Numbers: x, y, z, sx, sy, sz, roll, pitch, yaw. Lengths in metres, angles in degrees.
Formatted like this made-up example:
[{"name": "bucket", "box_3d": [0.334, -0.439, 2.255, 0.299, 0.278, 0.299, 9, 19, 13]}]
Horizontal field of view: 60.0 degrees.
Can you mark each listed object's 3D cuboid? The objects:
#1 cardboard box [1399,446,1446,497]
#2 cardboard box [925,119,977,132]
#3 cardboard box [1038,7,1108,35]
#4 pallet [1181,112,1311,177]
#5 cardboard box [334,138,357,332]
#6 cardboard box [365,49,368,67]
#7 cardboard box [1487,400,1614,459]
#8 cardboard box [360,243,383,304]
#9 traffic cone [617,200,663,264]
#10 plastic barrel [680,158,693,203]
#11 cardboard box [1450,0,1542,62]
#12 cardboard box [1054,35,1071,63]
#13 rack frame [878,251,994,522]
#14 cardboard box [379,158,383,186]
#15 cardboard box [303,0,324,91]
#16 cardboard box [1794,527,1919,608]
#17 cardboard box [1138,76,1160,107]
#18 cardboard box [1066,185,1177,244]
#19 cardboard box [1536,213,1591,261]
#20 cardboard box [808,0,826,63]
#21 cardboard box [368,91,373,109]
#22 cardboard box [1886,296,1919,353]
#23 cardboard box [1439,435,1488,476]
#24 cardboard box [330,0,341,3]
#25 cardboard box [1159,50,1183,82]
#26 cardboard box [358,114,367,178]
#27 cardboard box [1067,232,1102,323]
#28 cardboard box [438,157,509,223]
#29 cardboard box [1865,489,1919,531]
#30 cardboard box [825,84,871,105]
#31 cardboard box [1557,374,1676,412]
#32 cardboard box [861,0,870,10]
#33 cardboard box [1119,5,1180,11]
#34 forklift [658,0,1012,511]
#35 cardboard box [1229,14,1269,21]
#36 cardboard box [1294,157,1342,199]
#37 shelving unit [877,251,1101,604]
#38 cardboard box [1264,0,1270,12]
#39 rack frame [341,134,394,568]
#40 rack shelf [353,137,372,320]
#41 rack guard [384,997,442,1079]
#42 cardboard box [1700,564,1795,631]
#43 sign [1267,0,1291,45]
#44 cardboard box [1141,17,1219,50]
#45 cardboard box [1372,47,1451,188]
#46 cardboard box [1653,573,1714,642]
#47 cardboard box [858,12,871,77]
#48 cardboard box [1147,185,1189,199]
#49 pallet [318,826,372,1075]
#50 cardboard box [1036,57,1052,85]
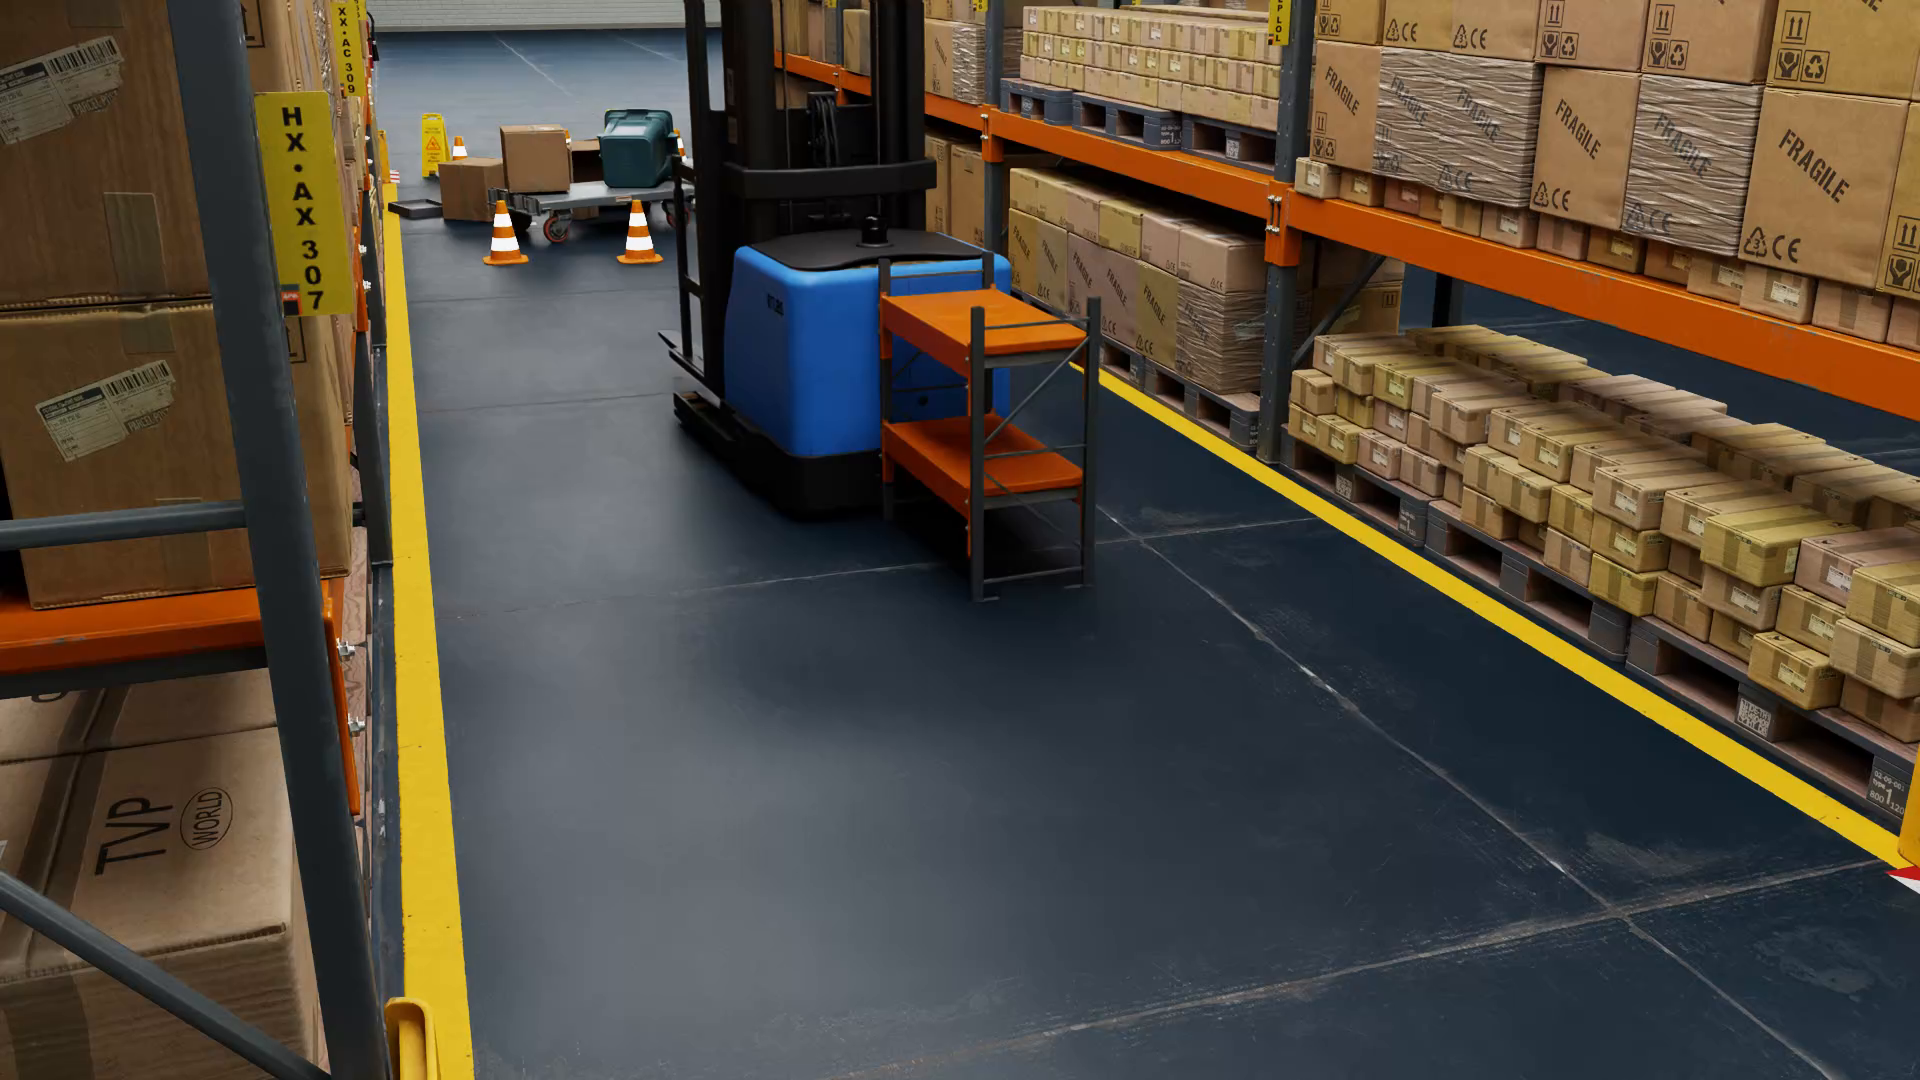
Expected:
[{"name": "cardboard box", "box_3d": [2.064, -0.302, 6.917, 0.380, 0.149, 0.250, -7, 21, -18]}, {"name": "cardboard box", "box_3d": [-0.018, -3.040, 13.648, 1.050, 0.750, 0.750, -6, 21, -17]}, {"name": "cardboard box", "box_3d": [0.707, -3.221, 10.318, 0.380, 0.149, 0.250, -7, 21, -19]}, {"name": "pallet", "box_3d": [1.814, -2.003, 8.341, 1.003, 0.211, 1.213, -6, 21, -17]}, {"name": "cardboard box", "box_3d": [-2.024, -0.876, 4.769, 0.500, 0.500, 0.500, -7, 21, -18]}, {"name": "cardboard box", "box_3d": [-5.454, -4.270, 14.740, 0.380, 0.149, 0.250, -6, 21, -17]}, {"name": "cardboard box", "box_3d": [2.254, -0.415, 6.352, 0.380, 0.149, 0.250, -7, 21, -19]}, {"name": "cardboard box", "box_3d": [-4.177, -1.702, 10.483, 0.950, 0.372, 0.625, -8, 21, -21]}, {"name": "traffic cone", "box_3d": [-2.507, -2.412, 12.947, 0.336, 0.463, 0.334, -6, 21, -17]}, {"name": "plastic barrel", "box_3d": [-2.411, -3.389, 15.725, 0.512, 0.421, 0.421, 8, 21, 20]}, {"name": "cardboard box", "box_3d": [2.133, -1.990, 5.953, 0.500, 0.500, 0.500, -6, 21, -16]}, {"name": "cardboard box", "box_3d": [0.794, -2.987, 10.107, 0.380, 0.149, 0.250, -7, 21, -19]}, {"name": "rack frame", "box_3d": [-0.096, -0.643, 7.042, 0.500, 1.125, 0.032, -8, 21, -20]}, {"name": "cardboard box", "box_3d": [-5.689, -3.464, 15.569, 0.500, 0.250, 0.500, -7, 21, -19]}, {"name": "cardboard box", "box_3d": [-1.871, -1.182, 4.144, 0.500, 0.500, 0.500, -6, 21, -17]}, {"name": "cardboard box", "box_3d": [2.742, 0.085, 4.959, 0.380, 0.149, 0.250, -6, 21, -16]}, {"name": "cardboard box", "box_3d": [1.191, -2.437, 9.013, 0.380, 0.149, 0.250, -5, 20, -15]}, {"name": "cardboard box", "box_3d": [0.948, -1.921, 9.794, 0.500, 0.250, 0.500, -6, 21, -17]}, {"name": "cardboard box", "box_3d": [2.283, -1.091, 5.887, 0.380, 0.149, 0.250, -6, 21, -15]}, {"name": "cardboard box", "box_3d": [-0.920, -4.762, 15.515, 0.875, 0.550, 0.550, -6, 21, -17]}, {"name": "cardboard box", "box_3d": [-5.341, -3.833, 14.528, 0.380, 0.149, 0.250, -6, 20, -15]}, {"name": "cardboard box", "box_3d": [2.760, -0.590, 4.492, 0.380, 0.149, 0.250, -6, 21, -17]}, {"name": "cardboard box", "box_3d": [2.148, -0.355, 6.623, 0.380, 0.149, 0.250, -5, 20, -15]}, {"name": "cardboard box", "box_3d": [-2.617, -1.964, 6.320, 0.500, 0.500, 0.500, -6, 21, -17]}, {"name": "cardboard box", "box_3d": [1.274, -2.494, 8.734, 0.380, 0.149, 0.250, -8, 21, -20]}, {"name": "cardboard box", "box_3d": [-3.098, -1.867, 7.898, 0.500, 0.250, 0.500, -7, 21, -18]}, {"name": "cardboard box", "box_3d": [0.966, -1.559, 9.895, 0.500, 0.500, 0.500, -7, 21, -19]}, {"name": "cardboard box", "box_3d": [-4.311, -3.155, 14.957, 0.500, 0.500, 0.500, 8, 21, 20]}, {"name": "cardboard box", "box_3d": [3.173, -0.060, 5.361, 0.380, 0.149, 0.250, -6, 21, -17]}, {"name": "cardboard box", "box_3d": [-0.730, -3.807, 15.601, 0.875, 0.875, 0.875, -6, 21, -16]}, {"name": "cardboard box", "box_3d": [2.658, -0.557, 6.745, 0.380, 0.149, 0.250, -7, 21, -20]}, {"name": "cardboard box", "box_3d": [-0.437, -4.759, 14.102, 0.700, 0.500, 0.500, -7, 21, -18]}, {"name": "cardboard box", "box_3d": [1.248, -3.367, 10.725, 0.380, 0.149, 0.250, -7, 21, -19]}, {"name": "forklift", "box_3d": [-0.823, -1.960, 8.037, 1.130, 2.935, 3.031, -9, 21, -22]}, {"name": "cardboard box", "box_3d": [1.733, -2.869, 9.336, 0.380, 0.149, 0.250, -6, 21, -16]}, {"name": "cardboard box", "box_3d": [1.694, -1.589, 7.275, 0.380, 0.149, 0.250, -6, 21, -15]}, {"name": "shelving unit", "box_3d": [0.089, -0.483, 6.597, 0.538, 1.125, 1.048, -8, 21, -20]}, {"name": "cardboard box", "box_3d": [3.683, -5.547, 17.334, 0.875, 0.500, 0.500, -6, 21, -17]}, {"name": "rack frame", "box_3d": [-2.752, -1.275, 6.028, 1.000, 3.000, 0.127, -6, 21, -17]}, {"name": "rack shelf", "box_3d": [-3.380, -1.578, 7.936, 1.077, 0.370, 4.000, -6, 21, -17]}, {"name": "rack guard", "box_3d": [-1.487, 1.193, 2.855, 1.175, 0.500, 0.348, -6, 21, -17]}, {"name": "cardboard box", "box_3d": [2.571, 0.149, 5.220, 0.380, 0.149, 0.250, -7, 21, -19]}, {"name": "sign", "box_3d": [1.390, -2.318, 7.219, 0.100, 0.325, 0.005, -6, 21, -17]}, {"name": "cardboard box", "box_3d": [1.195, -2.719, 8.919, 0.380, 0.149, 0.250, -7, 21, -20]}, {"name": "cardboard box", "box_3d": [1.995, -1.676, 6.558, 0.500, 0.500, 0.500, -6, 21, -17]}, {"name": "cardboard box", "box_3d": [2.541, 0.204, 5.506, 0.380, 0.149, 0.250, -6, 21, -17]}, {"name": "cardboard box", "box_3d": [-0.529, -4.088, 13.713, 0.500, 0.500, 0.500, -6, 21, -17]}, {"name": "cardboard box", "box_3d": [1.436, -1.973, 9.941, 0.500, 0.250, 0.500, -6, 21, -16]}, {"name": "pallet", "box_3d": [-1.820, 1.073, 3.617, 1.003, 0.211, 1.213, -6, 21, -17]}, {"name": "cardboard box", "box_3d": [0.692, -2.945, 10.428, 0.380, 0.149, 0.250, -5, 20, -15]}]
